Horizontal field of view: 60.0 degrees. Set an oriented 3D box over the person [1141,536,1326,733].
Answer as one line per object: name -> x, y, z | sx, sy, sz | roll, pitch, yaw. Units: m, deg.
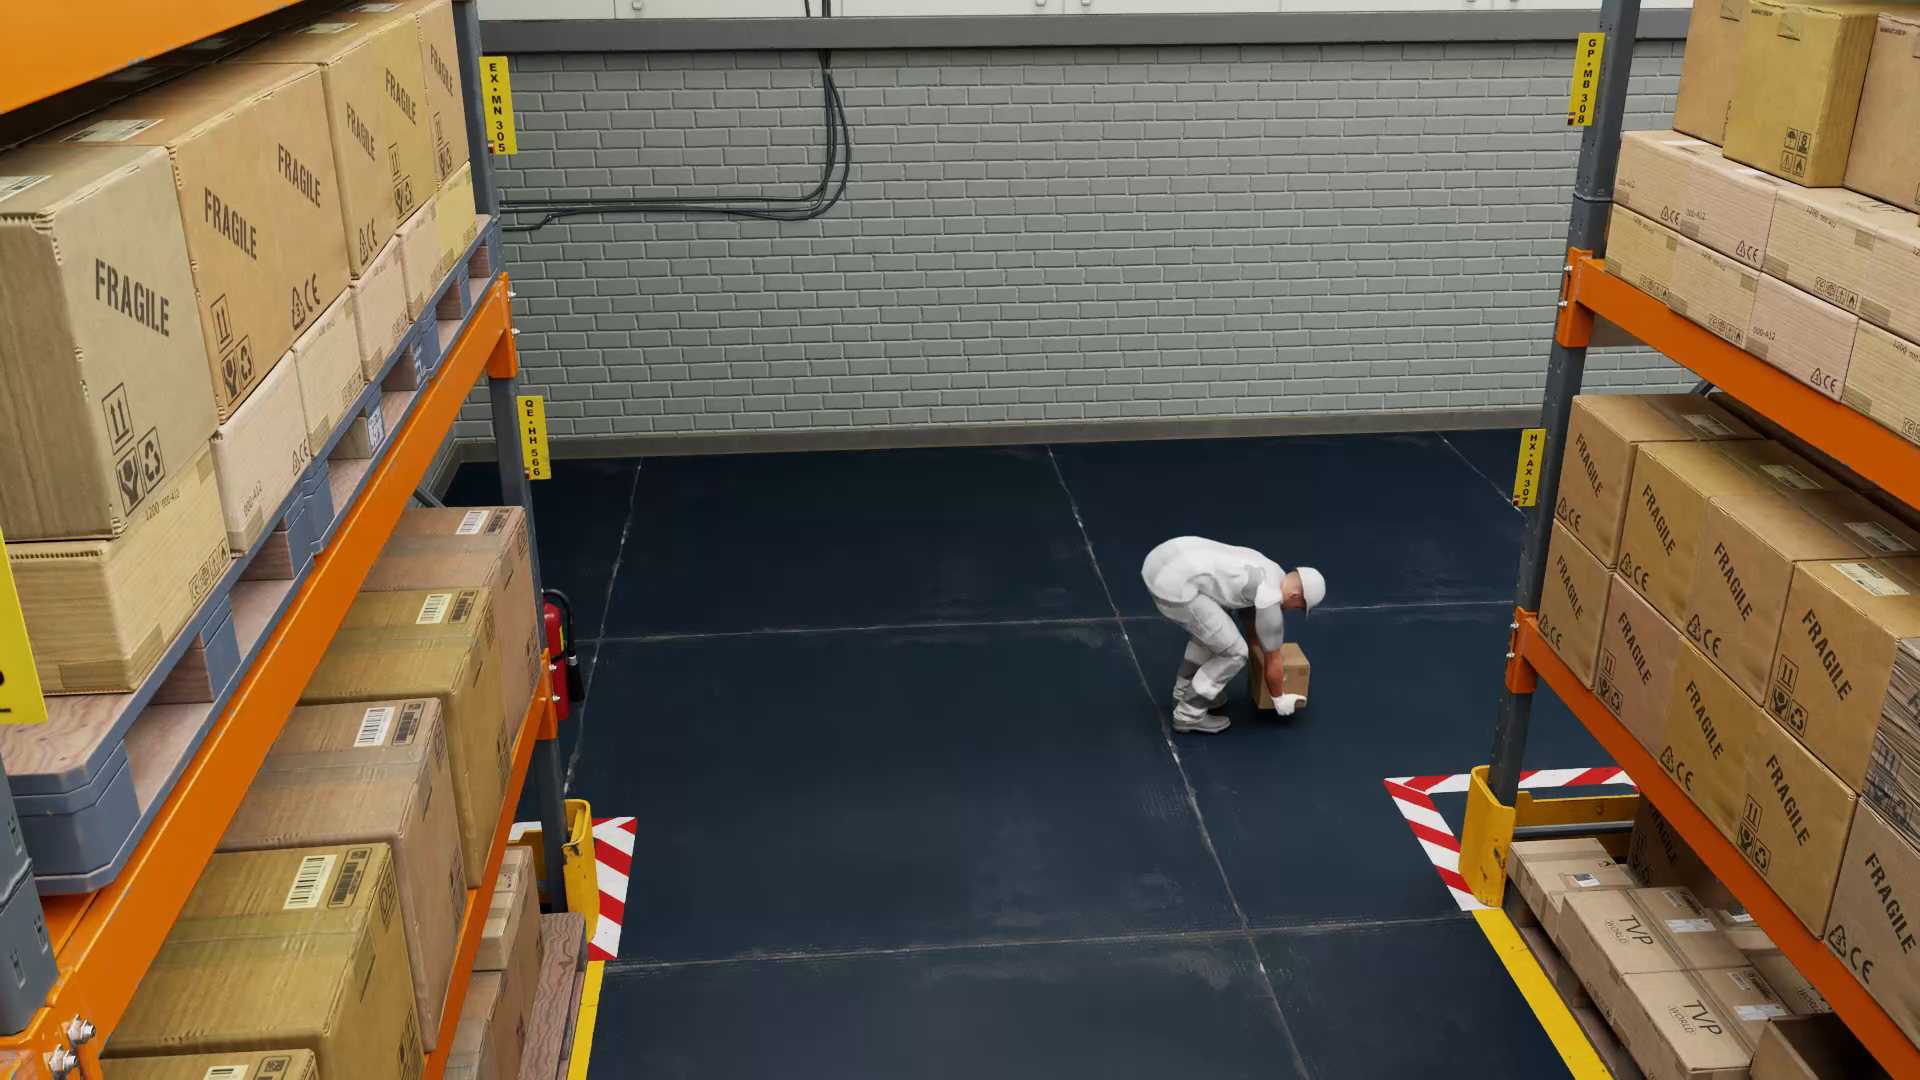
person -> 1.394, 0.456, 8.505 | 0.950, 0.997, 0.519 | -3, 24, -8
